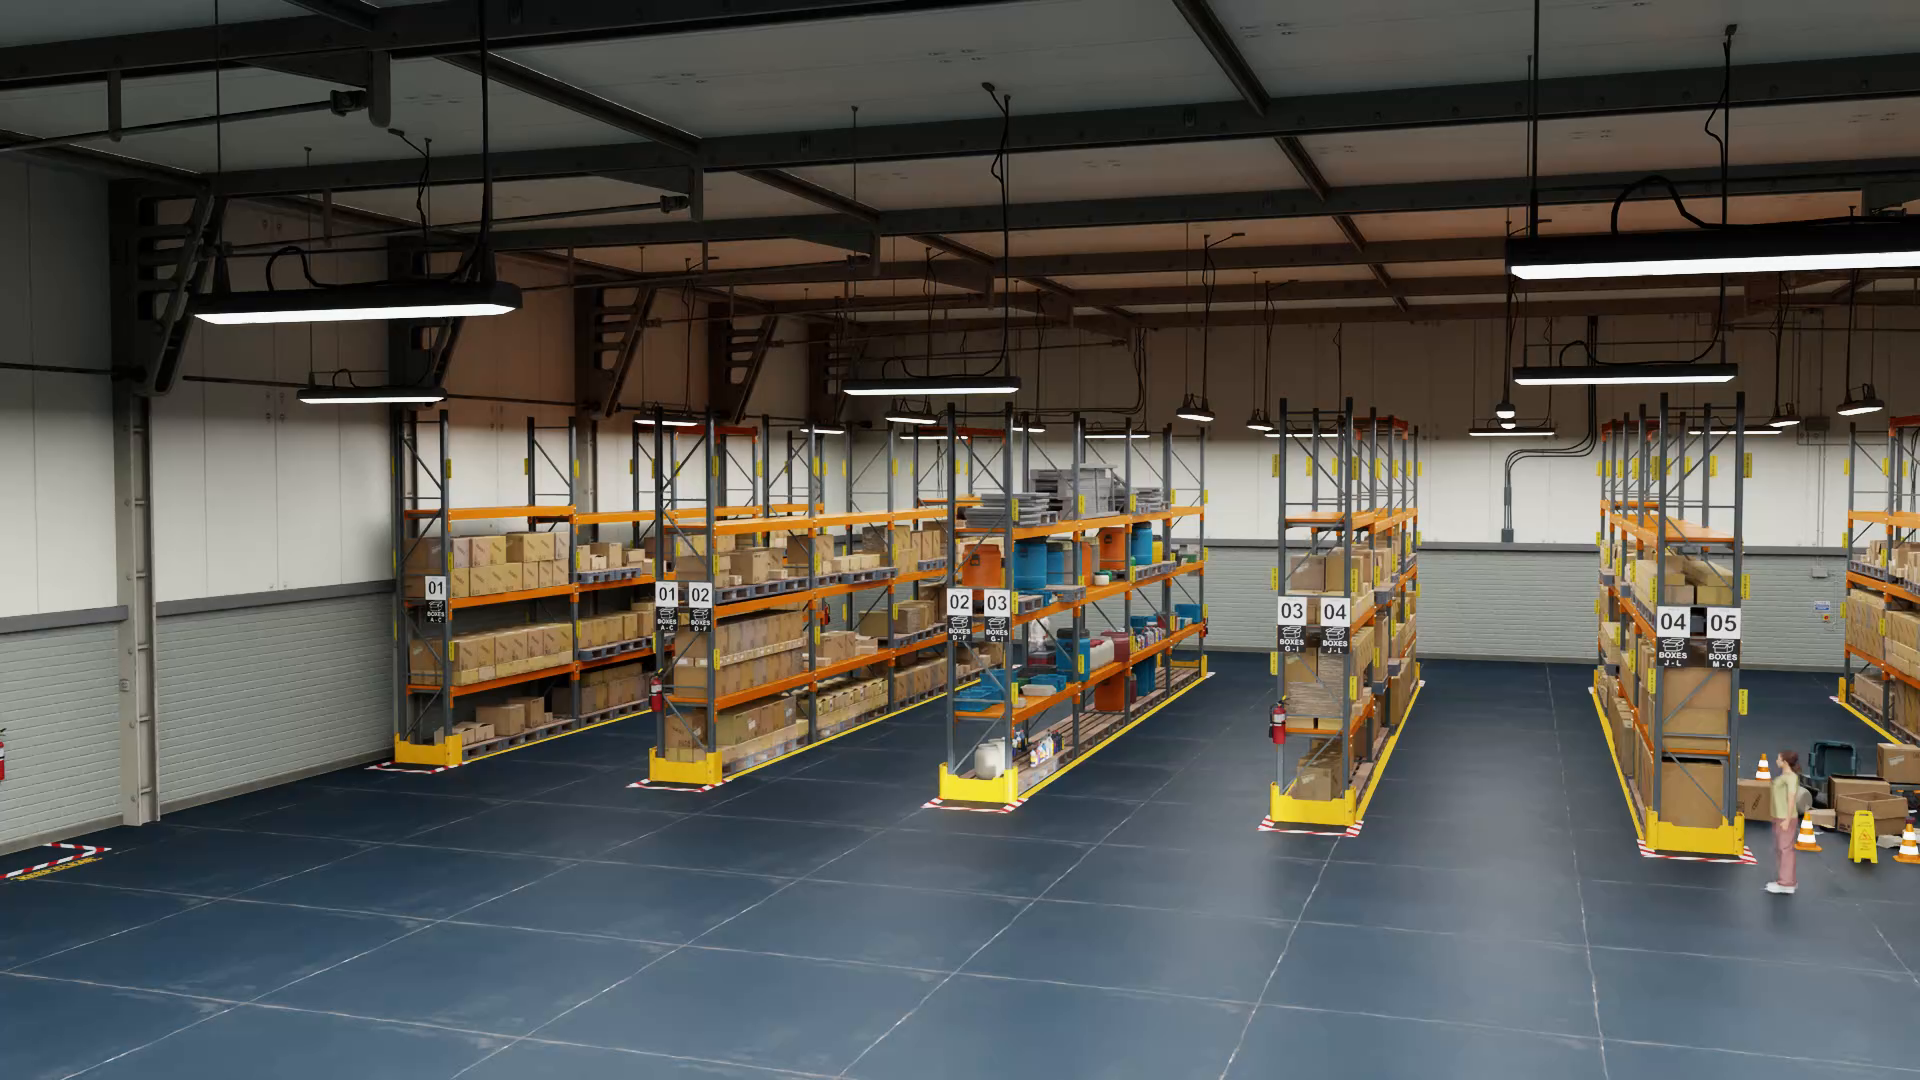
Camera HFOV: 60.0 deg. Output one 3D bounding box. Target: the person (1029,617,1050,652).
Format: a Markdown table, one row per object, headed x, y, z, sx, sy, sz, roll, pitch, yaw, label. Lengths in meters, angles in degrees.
| x | y | z | sx | sy | sz | roll | pitch | yaw | label |
| --- | --- | --- | --- | --- | --- | --- | --- | --- | --- |
| 1.780 | 2.445 | 39.240 | 0.700 | 1.798 | 0.590 | 2 | 3 | 39 | person |

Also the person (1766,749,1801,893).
| x | y | z | sx | sy | sz | roll | pitch | yaw | label |
| --- | --- | --- | --- | --- | --- | --- | --- | --- | --- |
| 9.744 | 3.324 | 19.727 | 0.462 | 1.680 | 0.525 | 0 | 2 | 2 | person |

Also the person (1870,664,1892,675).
| x | y | z | sx | sy | sz | roll | pitch | yaw | label |
| --- | --- | --- | --- | --- | --- | --- | --- | --- | --- |
| 20.415 | 2.516 | 36.895 | 0.626 | 1.744 | 0.997 | -2 | 3 | -45 | person |
